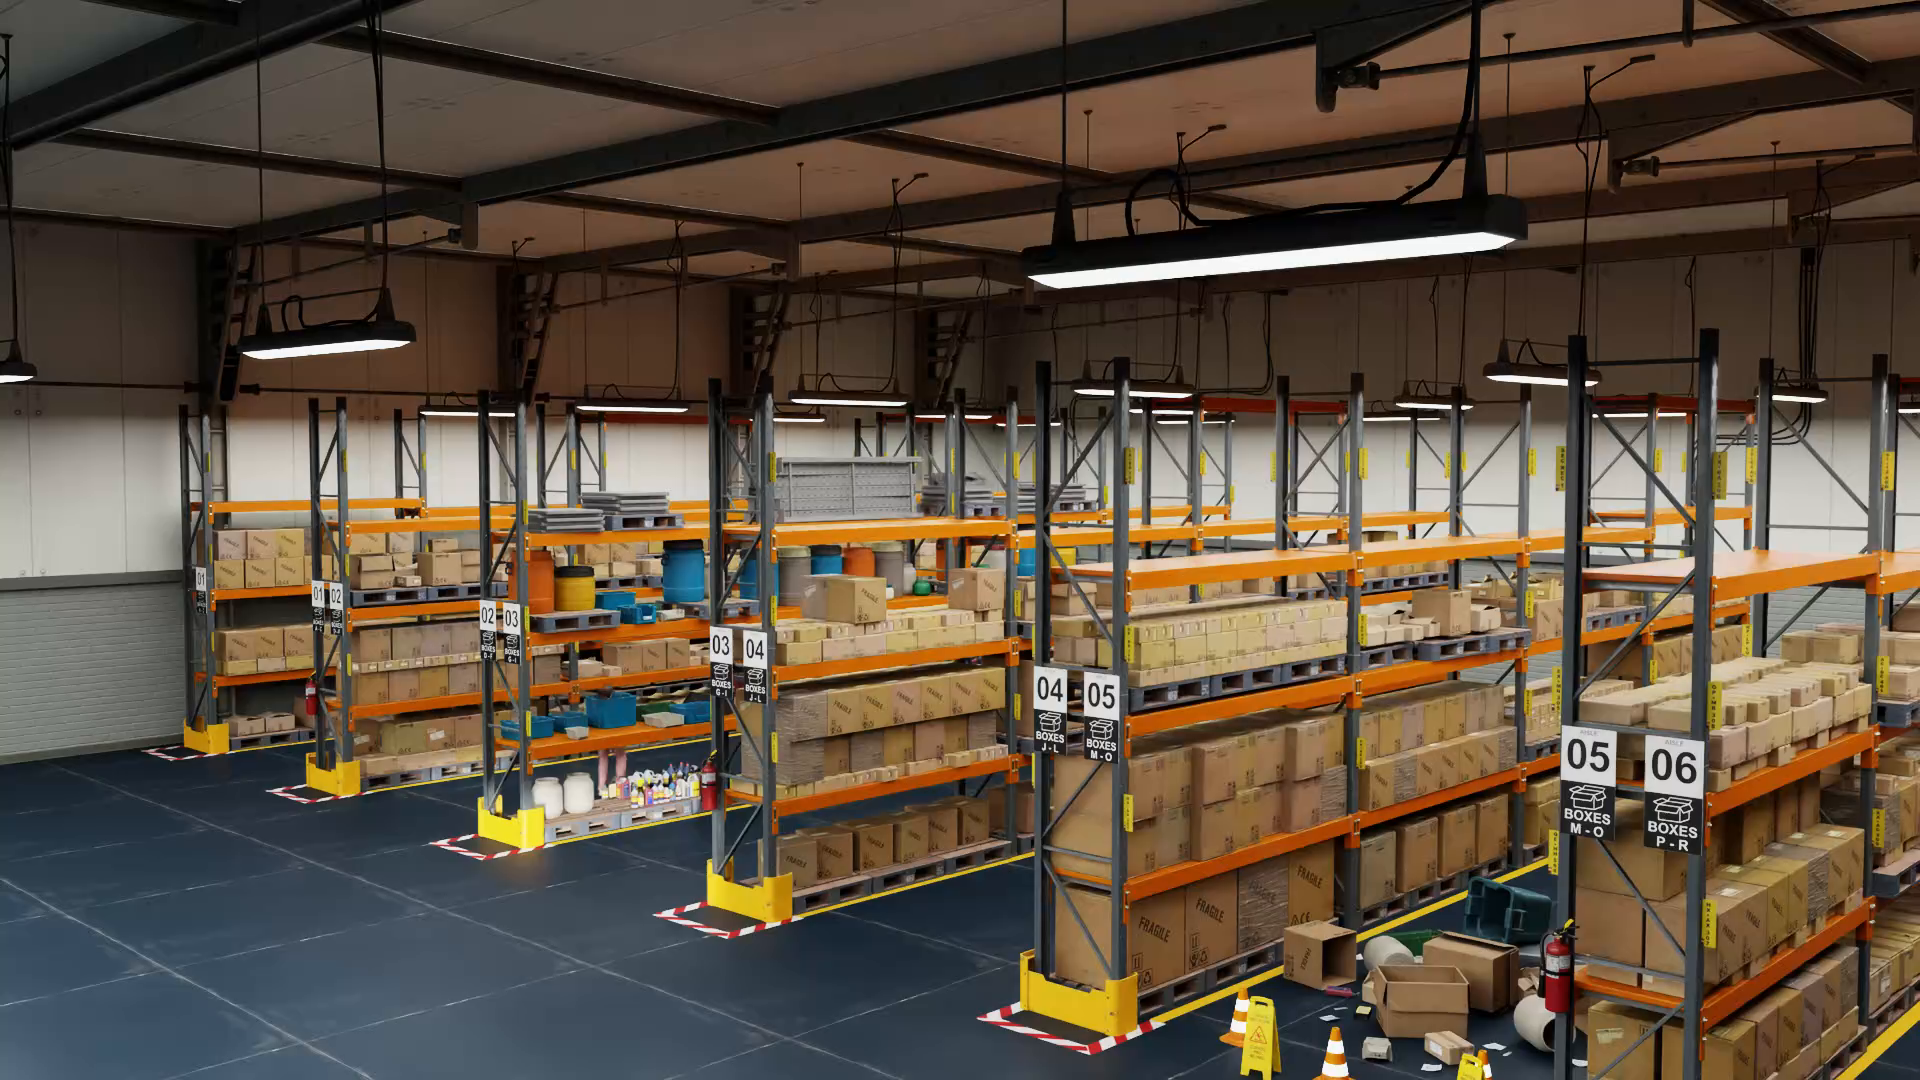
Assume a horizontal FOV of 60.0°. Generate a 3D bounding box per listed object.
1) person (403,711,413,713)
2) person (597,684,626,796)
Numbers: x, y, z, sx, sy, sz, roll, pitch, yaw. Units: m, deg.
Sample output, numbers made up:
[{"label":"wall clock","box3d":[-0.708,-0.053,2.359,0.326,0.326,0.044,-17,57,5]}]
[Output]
[{"label":"person","box3d":[-9.792,2.767,29.246,0.451,1.684,0.458,-1,3,-15]},{"label":"person","box3d":[-5.296,3.028,25.034,0.467,1.722,0.531,1,3,10]}]
